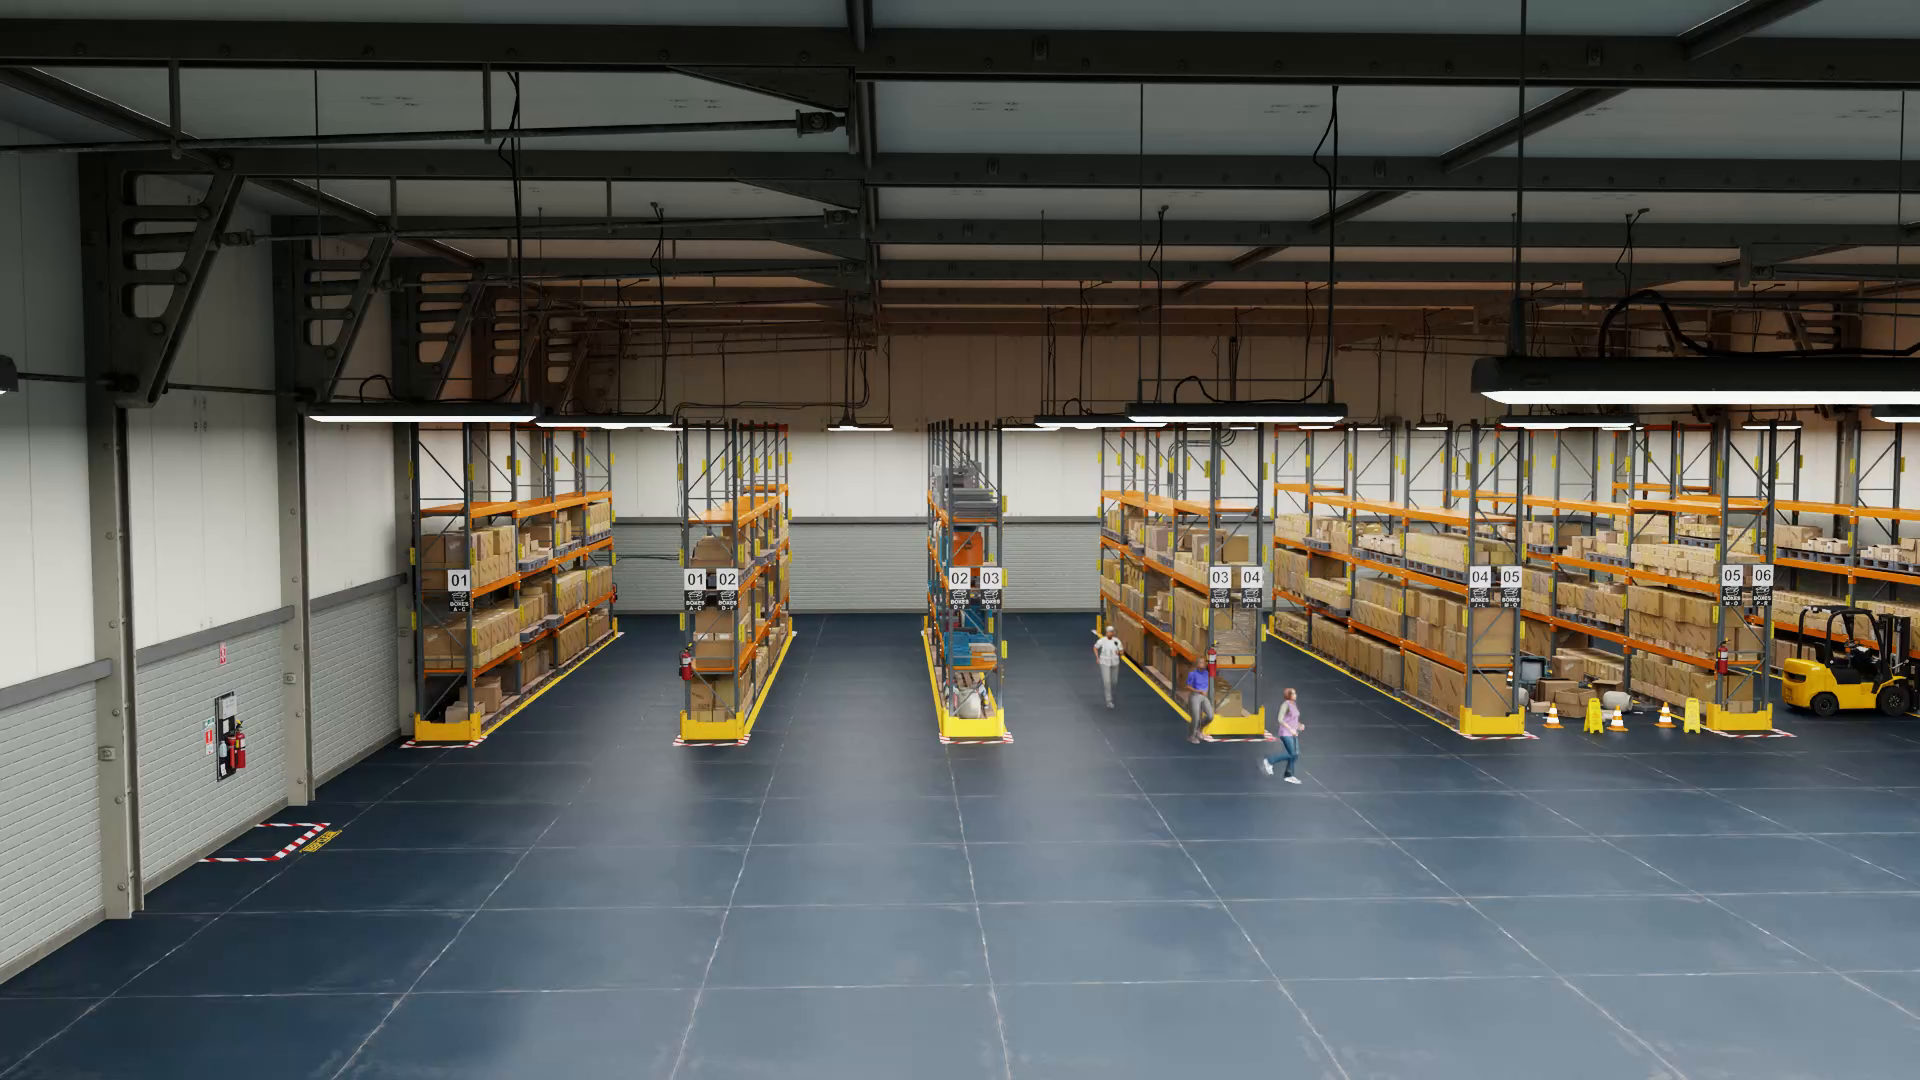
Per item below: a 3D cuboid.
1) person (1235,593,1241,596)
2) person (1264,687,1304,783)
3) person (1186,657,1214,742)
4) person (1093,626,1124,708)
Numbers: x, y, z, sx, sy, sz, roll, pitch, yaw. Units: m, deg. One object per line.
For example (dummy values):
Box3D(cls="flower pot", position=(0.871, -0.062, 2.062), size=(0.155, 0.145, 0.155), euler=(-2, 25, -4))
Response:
Box3D(cls="person", position=(7.972, 1.768, 48.017), size=(0.749, 1.750, 0.809), euler=(2, 4, 31))
Box3D(cls="person", position=(5.339, 3.201, 27.362), size=(0.598, 1.578, 0.537), euler=(2, 4, 29))
Box3D(cls="person", position=(4.438, 2.957, 30.700), size=(0.587, 1.608, 0.647), euler=(-2, 4, -27))
Box3D(cls="person", position=(3.146, 2.633, 34.979), size=(0.605, 1.653, 0.943), euler=(-1, 4, -11))
